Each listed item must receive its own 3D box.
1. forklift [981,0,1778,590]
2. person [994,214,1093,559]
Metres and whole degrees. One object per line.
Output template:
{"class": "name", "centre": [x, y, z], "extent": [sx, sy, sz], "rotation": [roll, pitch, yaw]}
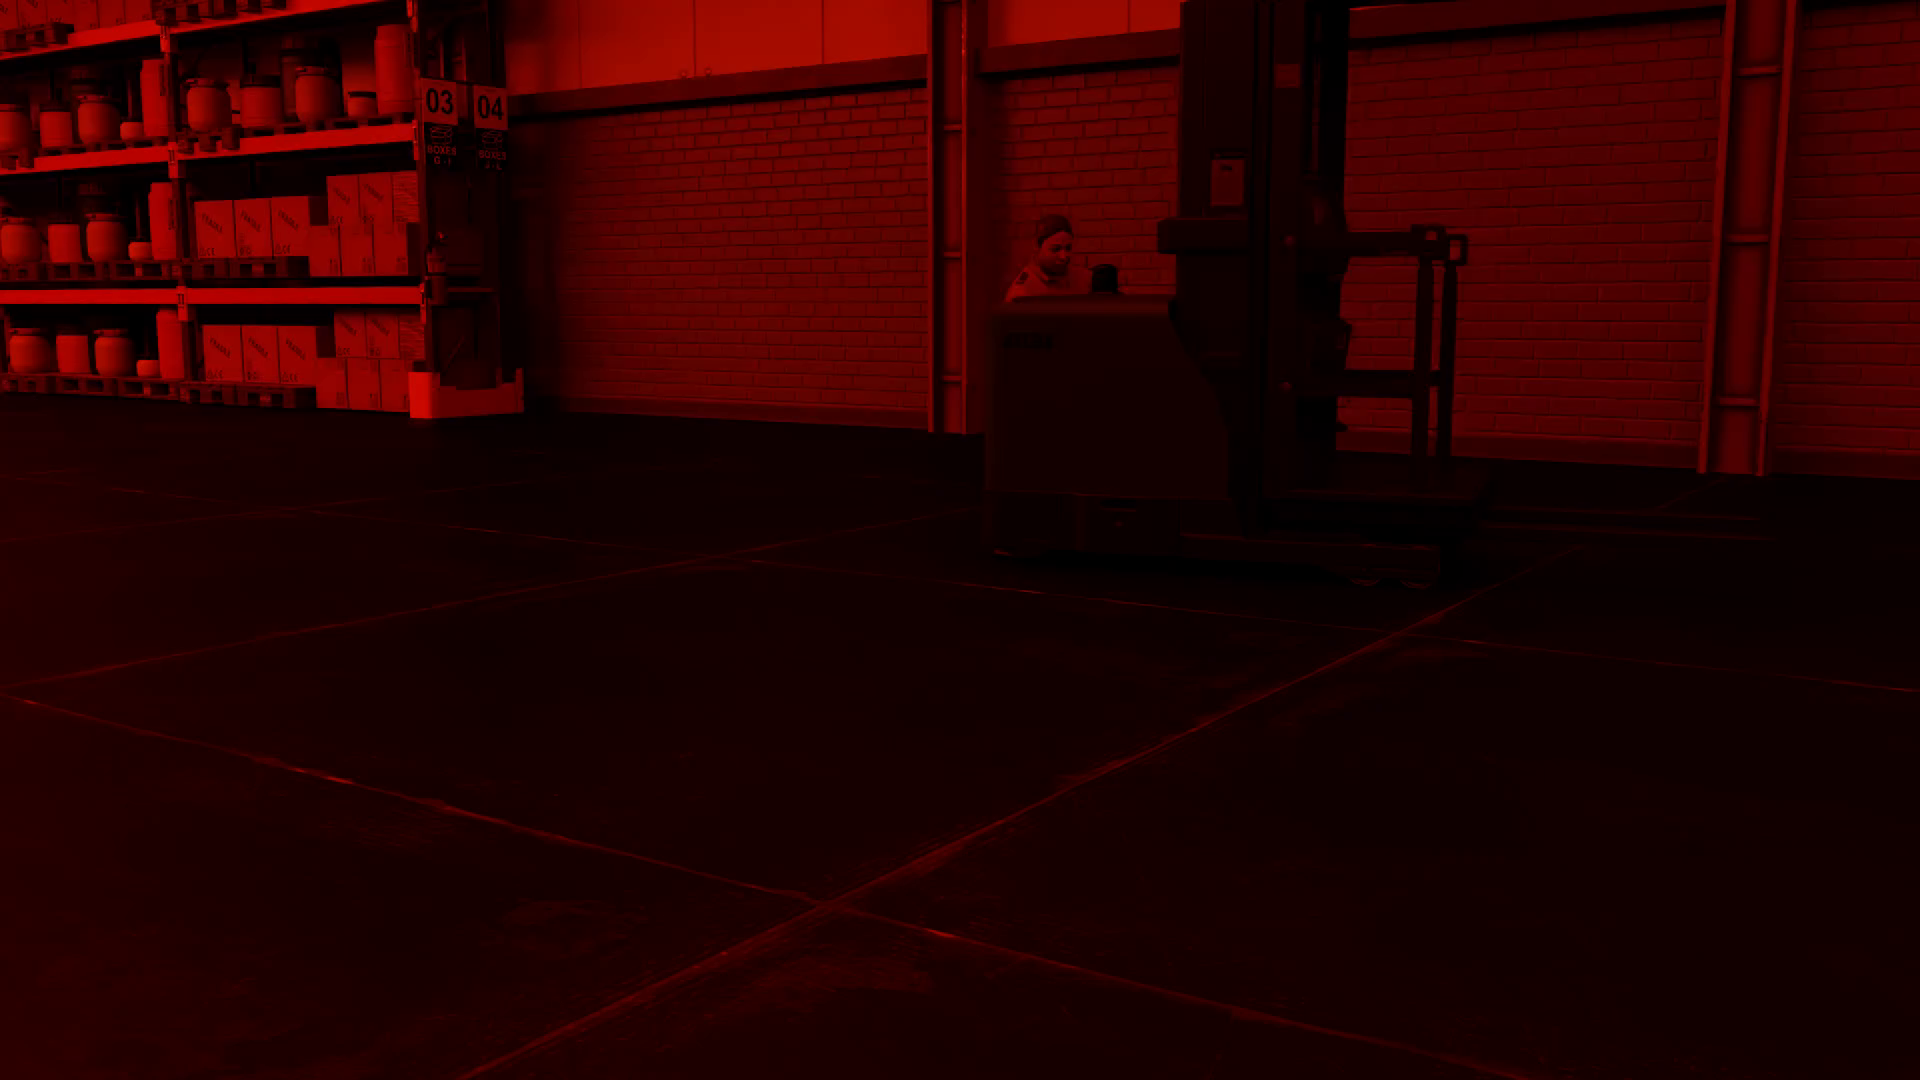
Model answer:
{"class": "forklift", "centre": [1.660, -1.348, 6.673], "extent": [3.031, 2.935, 1.130], "rotation": [3, 9, 21]}
{"class": "person", "centre": [0.527, -0.678, 7.188], "extent": [0.872, 1.451, 0.680], "rotation": [-5, 10, -32]}
